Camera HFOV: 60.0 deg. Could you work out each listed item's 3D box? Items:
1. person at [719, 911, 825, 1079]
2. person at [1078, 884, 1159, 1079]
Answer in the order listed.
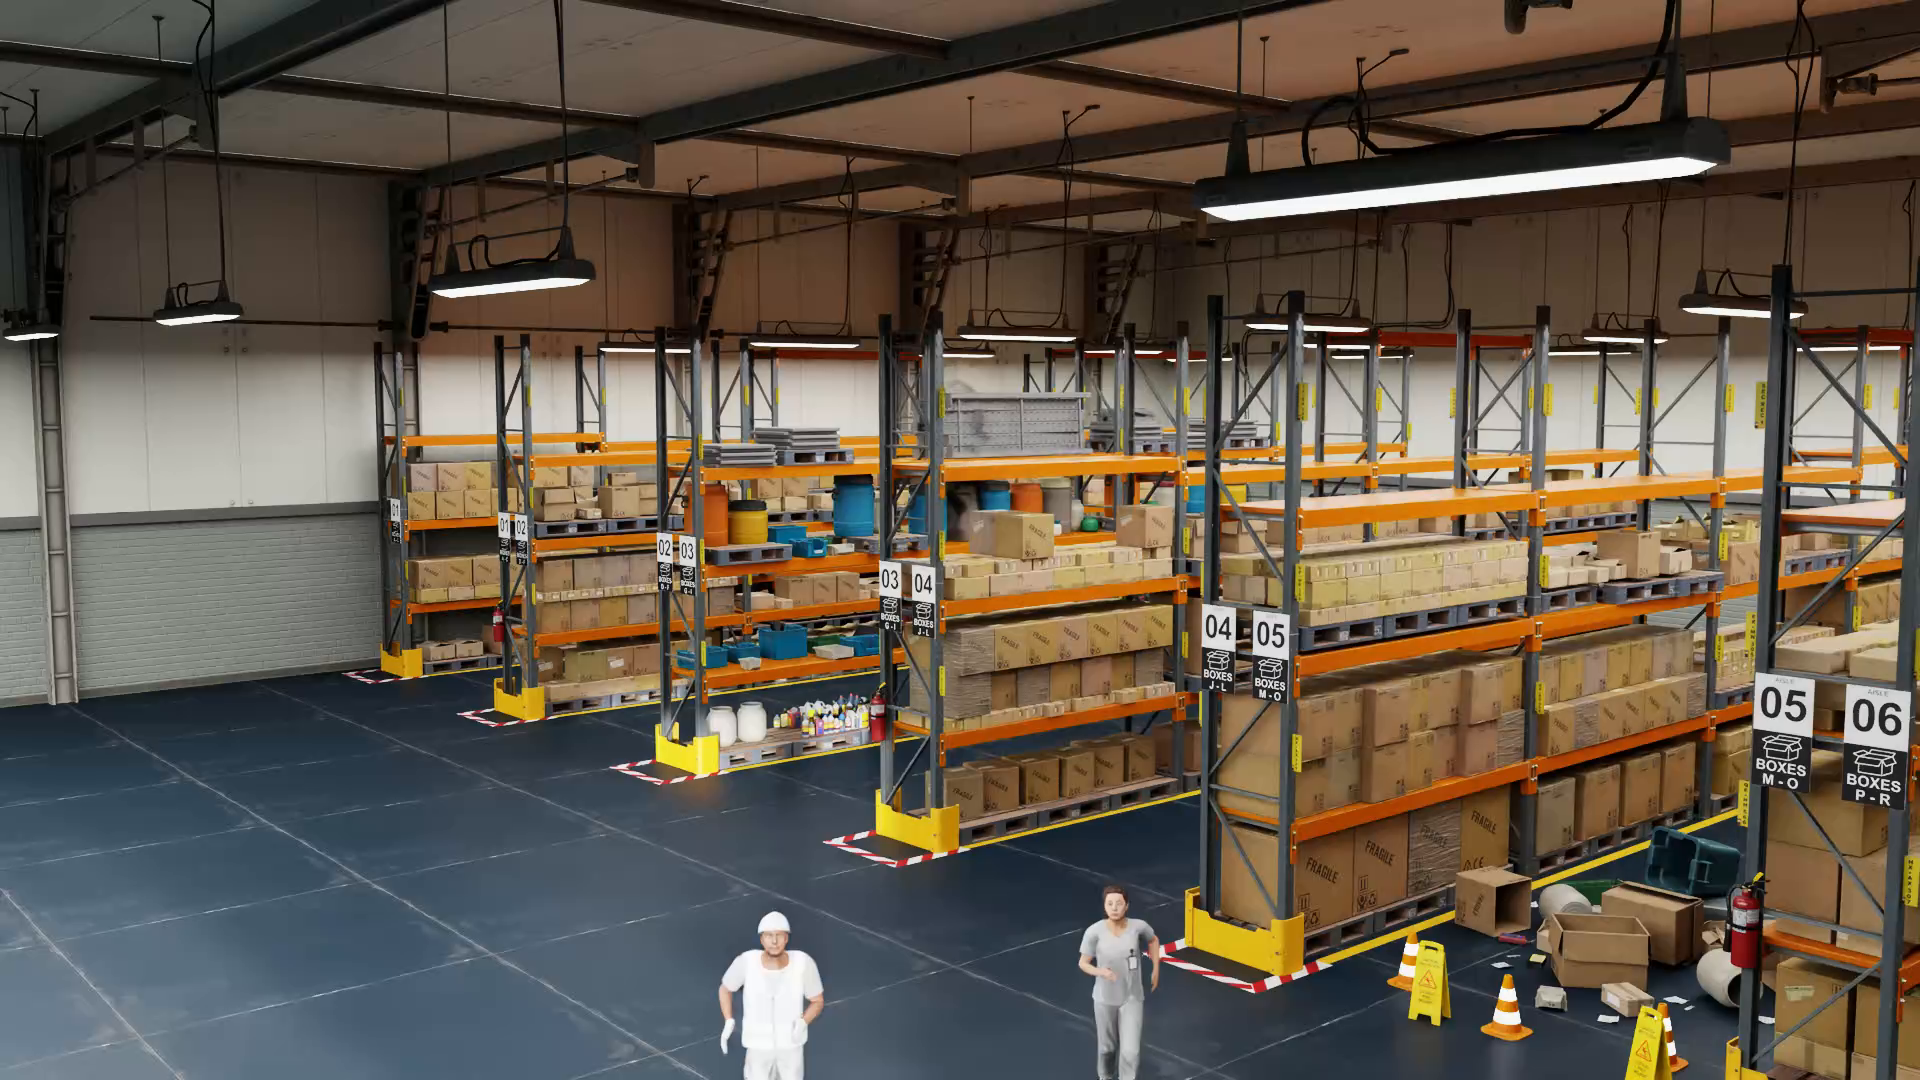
[{"bbox_3d":[-1.218,3.305,10.866,0.687,1.736,0.585,-1,5,-9],"label":"person"},{"bbox_3d":[1.119,3.262,11.715,0.572,1.668,0.965,0,5,5],"label":"person"}]
